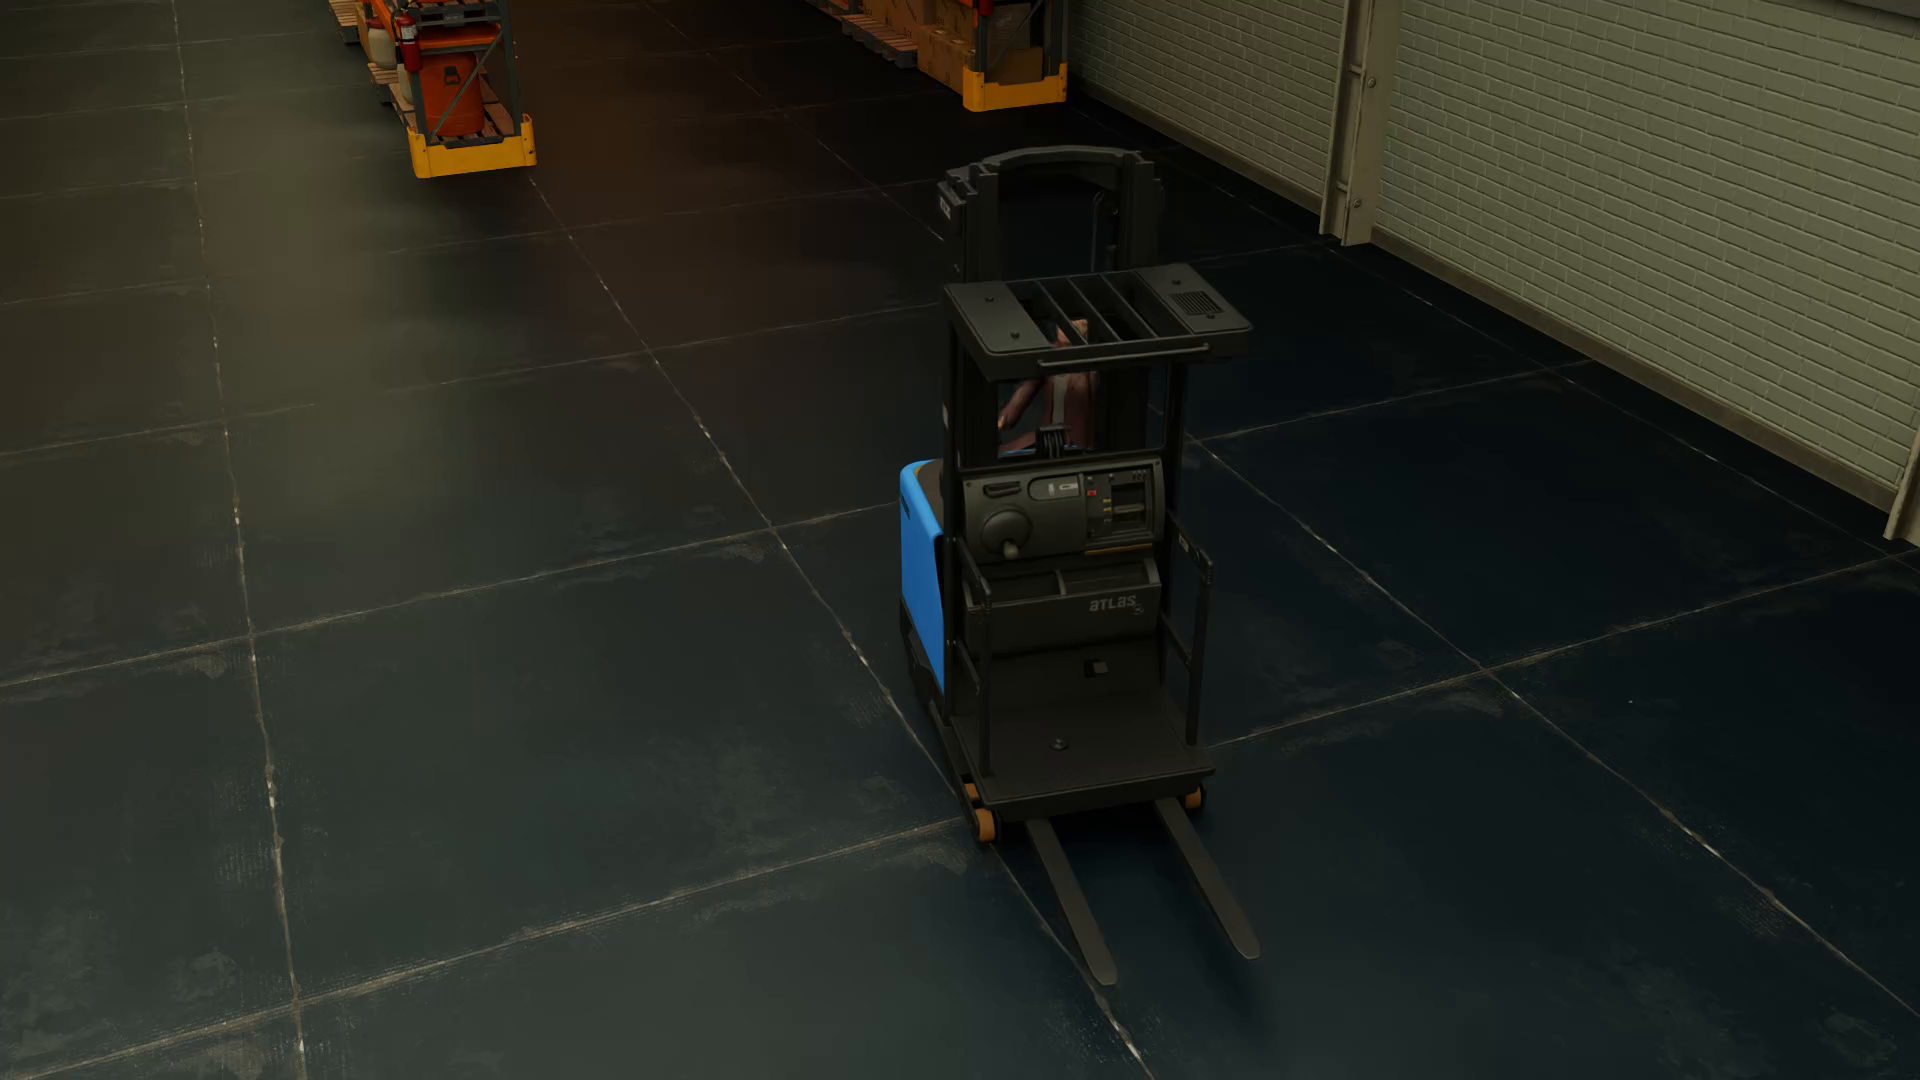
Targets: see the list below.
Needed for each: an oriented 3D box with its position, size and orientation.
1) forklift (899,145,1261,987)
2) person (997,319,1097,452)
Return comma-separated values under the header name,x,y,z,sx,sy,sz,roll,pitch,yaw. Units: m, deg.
name,x,y,z,sx,sy,sz,roll,pitch,yaw
forklift,0.524,-0.091,7.279,1.130,2.935,3.031,-7,31,-12
person,0.588,-0.496,9.389,0.967,1.632,1.033,-26,39,-37
